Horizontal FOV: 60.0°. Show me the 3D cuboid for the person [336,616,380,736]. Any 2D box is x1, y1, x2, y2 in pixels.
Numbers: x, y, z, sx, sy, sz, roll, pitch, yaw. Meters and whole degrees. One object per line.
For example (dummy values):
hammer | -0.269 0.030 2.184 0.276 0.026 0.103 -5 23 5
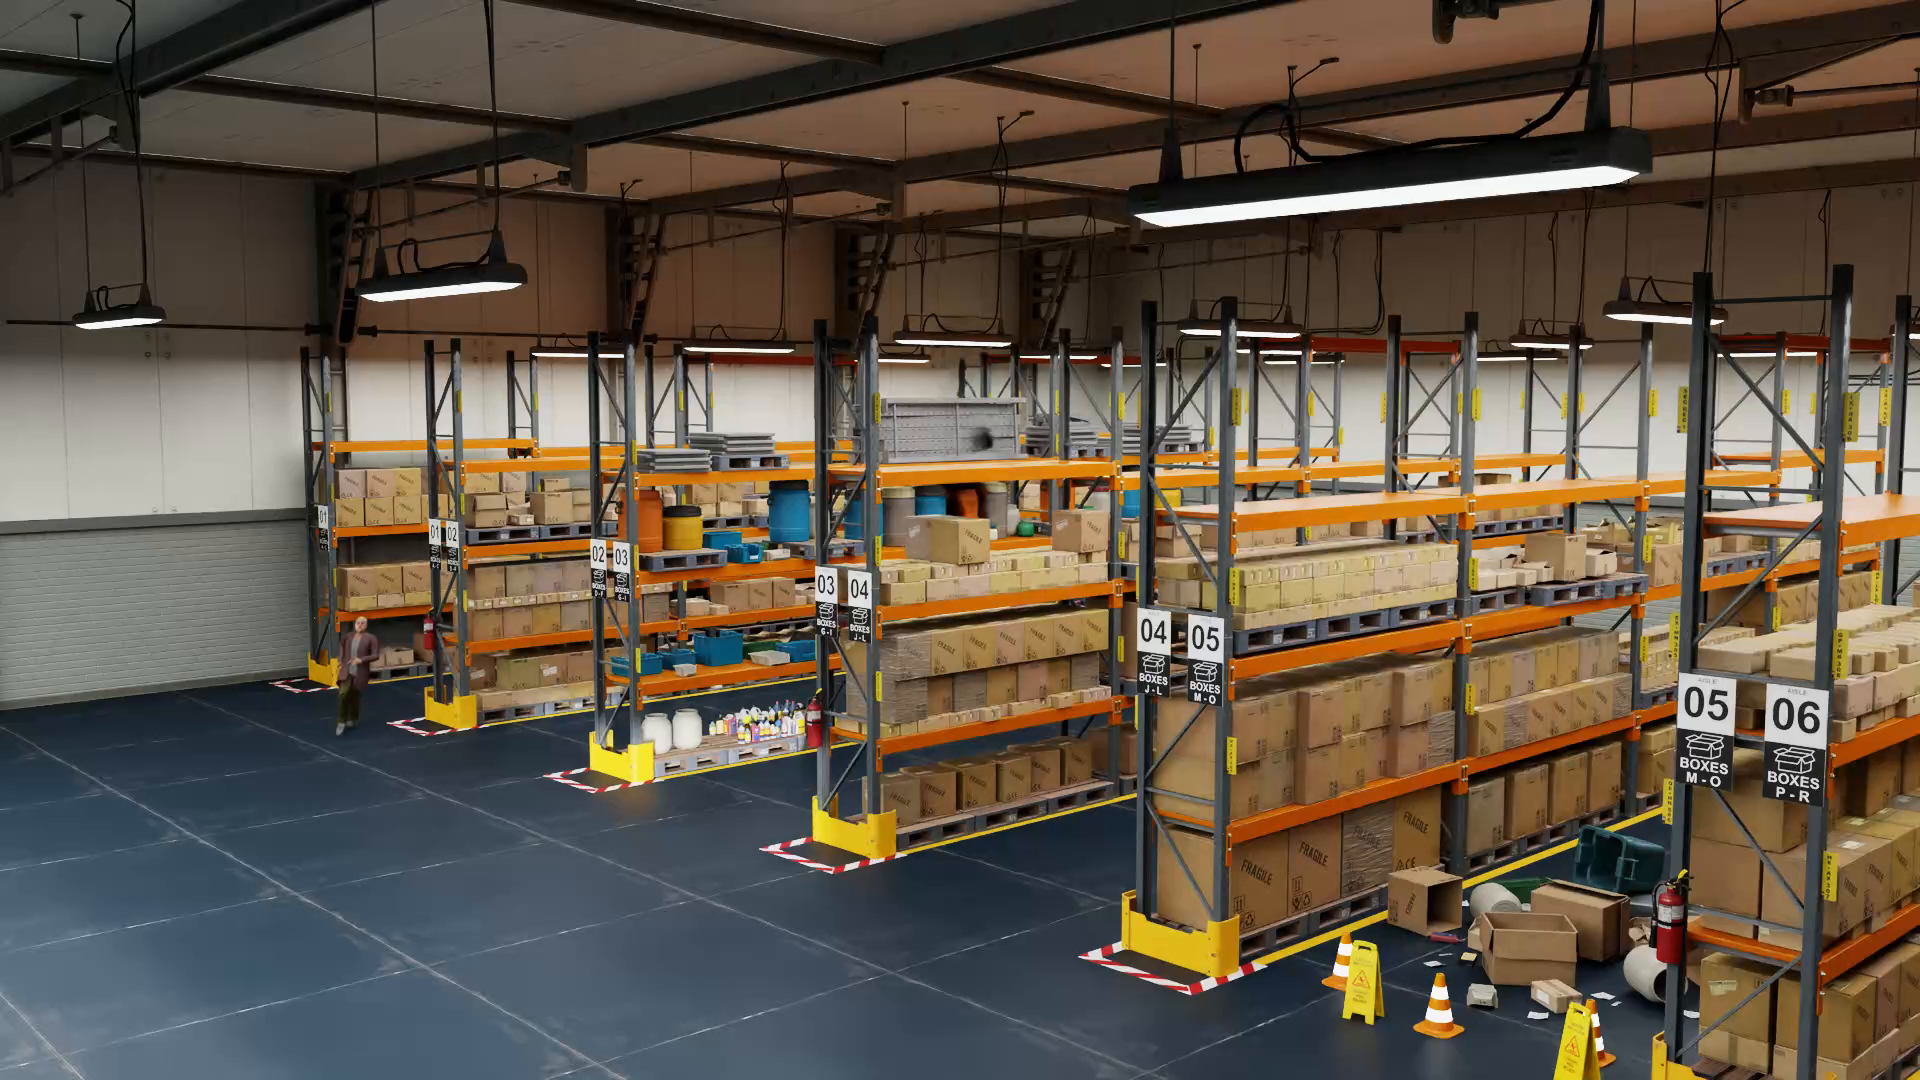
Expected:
person | -9.207 2.059 25.408 0.686 1.739 0.792 -1 5 -7
